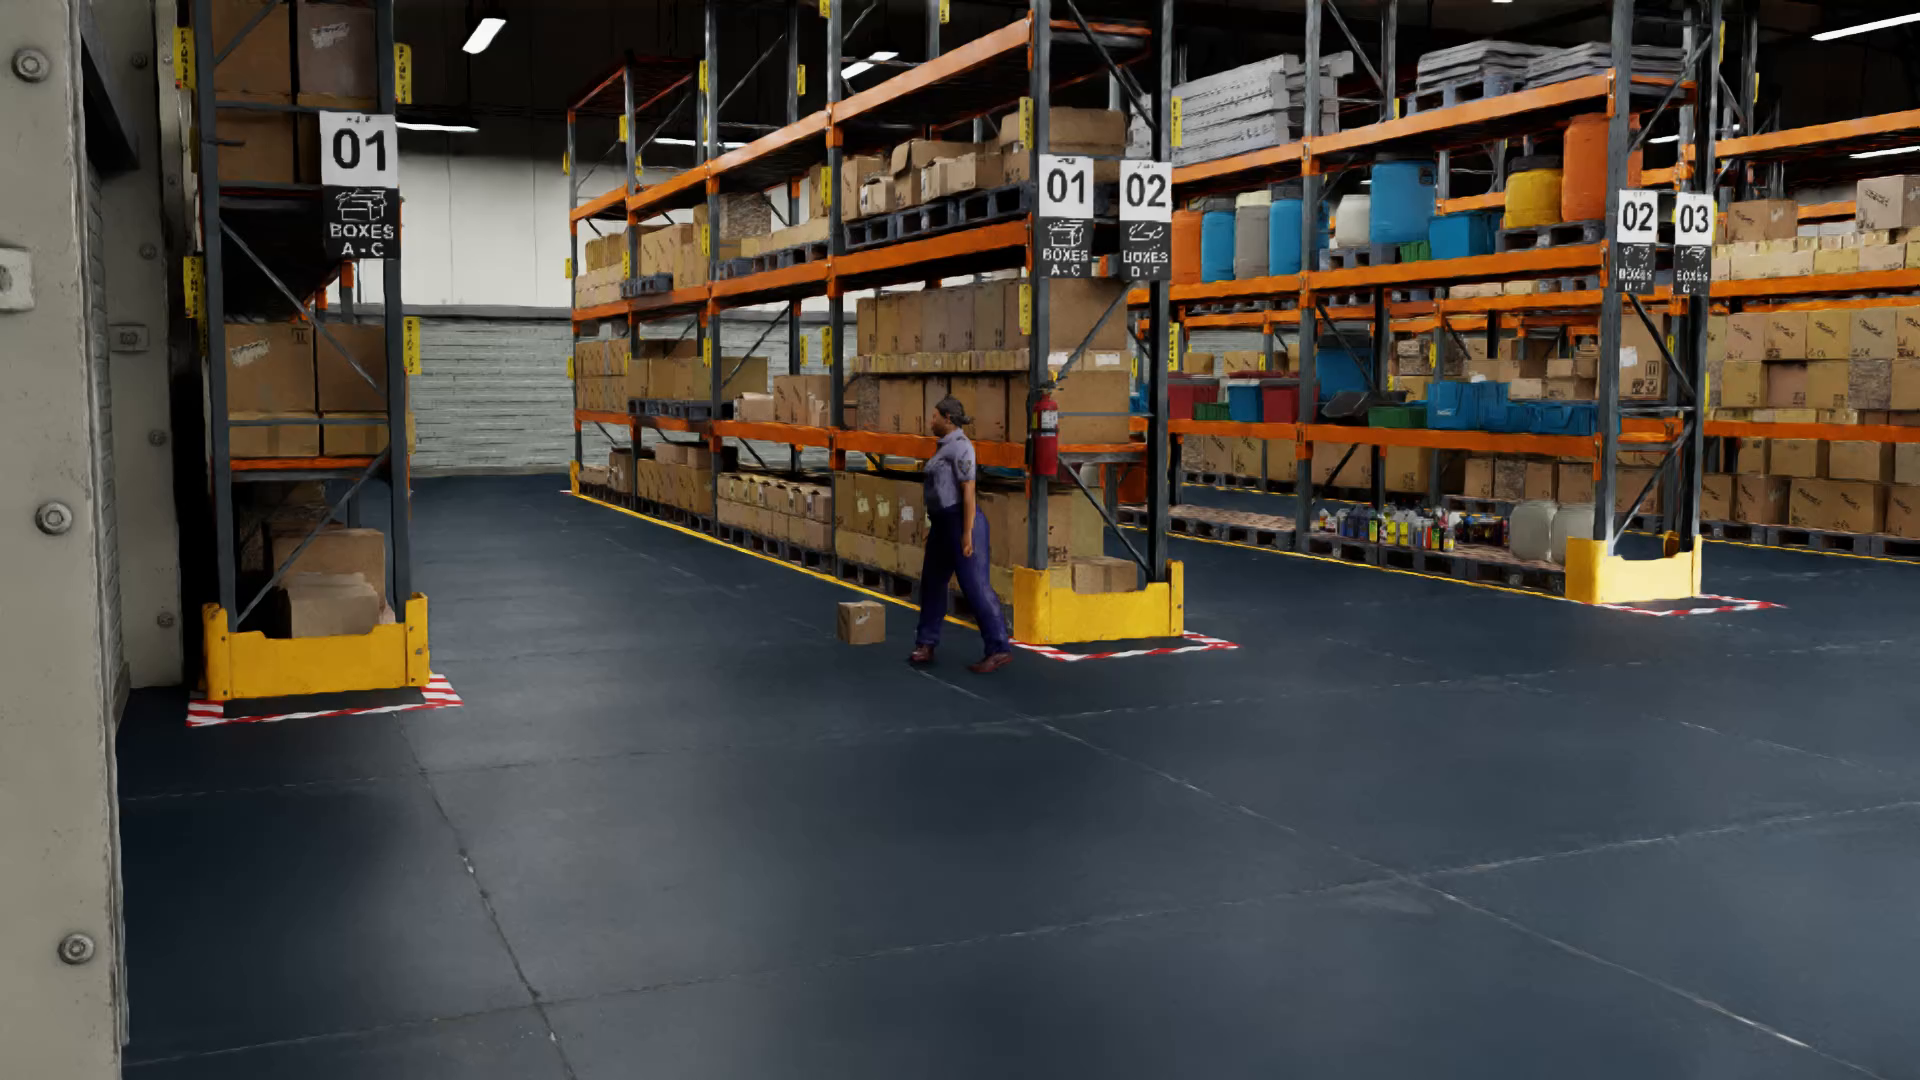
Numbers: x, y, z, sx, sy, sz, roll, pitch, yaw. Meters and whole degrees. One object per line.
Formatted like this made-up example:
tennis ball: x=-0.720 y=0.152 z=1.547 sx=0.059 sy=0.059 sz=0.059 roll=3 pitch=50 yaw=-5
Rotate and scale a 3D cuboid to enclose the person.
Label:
person: x=-0.014 y=-0.043 z=10.106 sx=0.573 sy=1.650 sz=0.590 roll=-2 pitch=6 yaw=-18
